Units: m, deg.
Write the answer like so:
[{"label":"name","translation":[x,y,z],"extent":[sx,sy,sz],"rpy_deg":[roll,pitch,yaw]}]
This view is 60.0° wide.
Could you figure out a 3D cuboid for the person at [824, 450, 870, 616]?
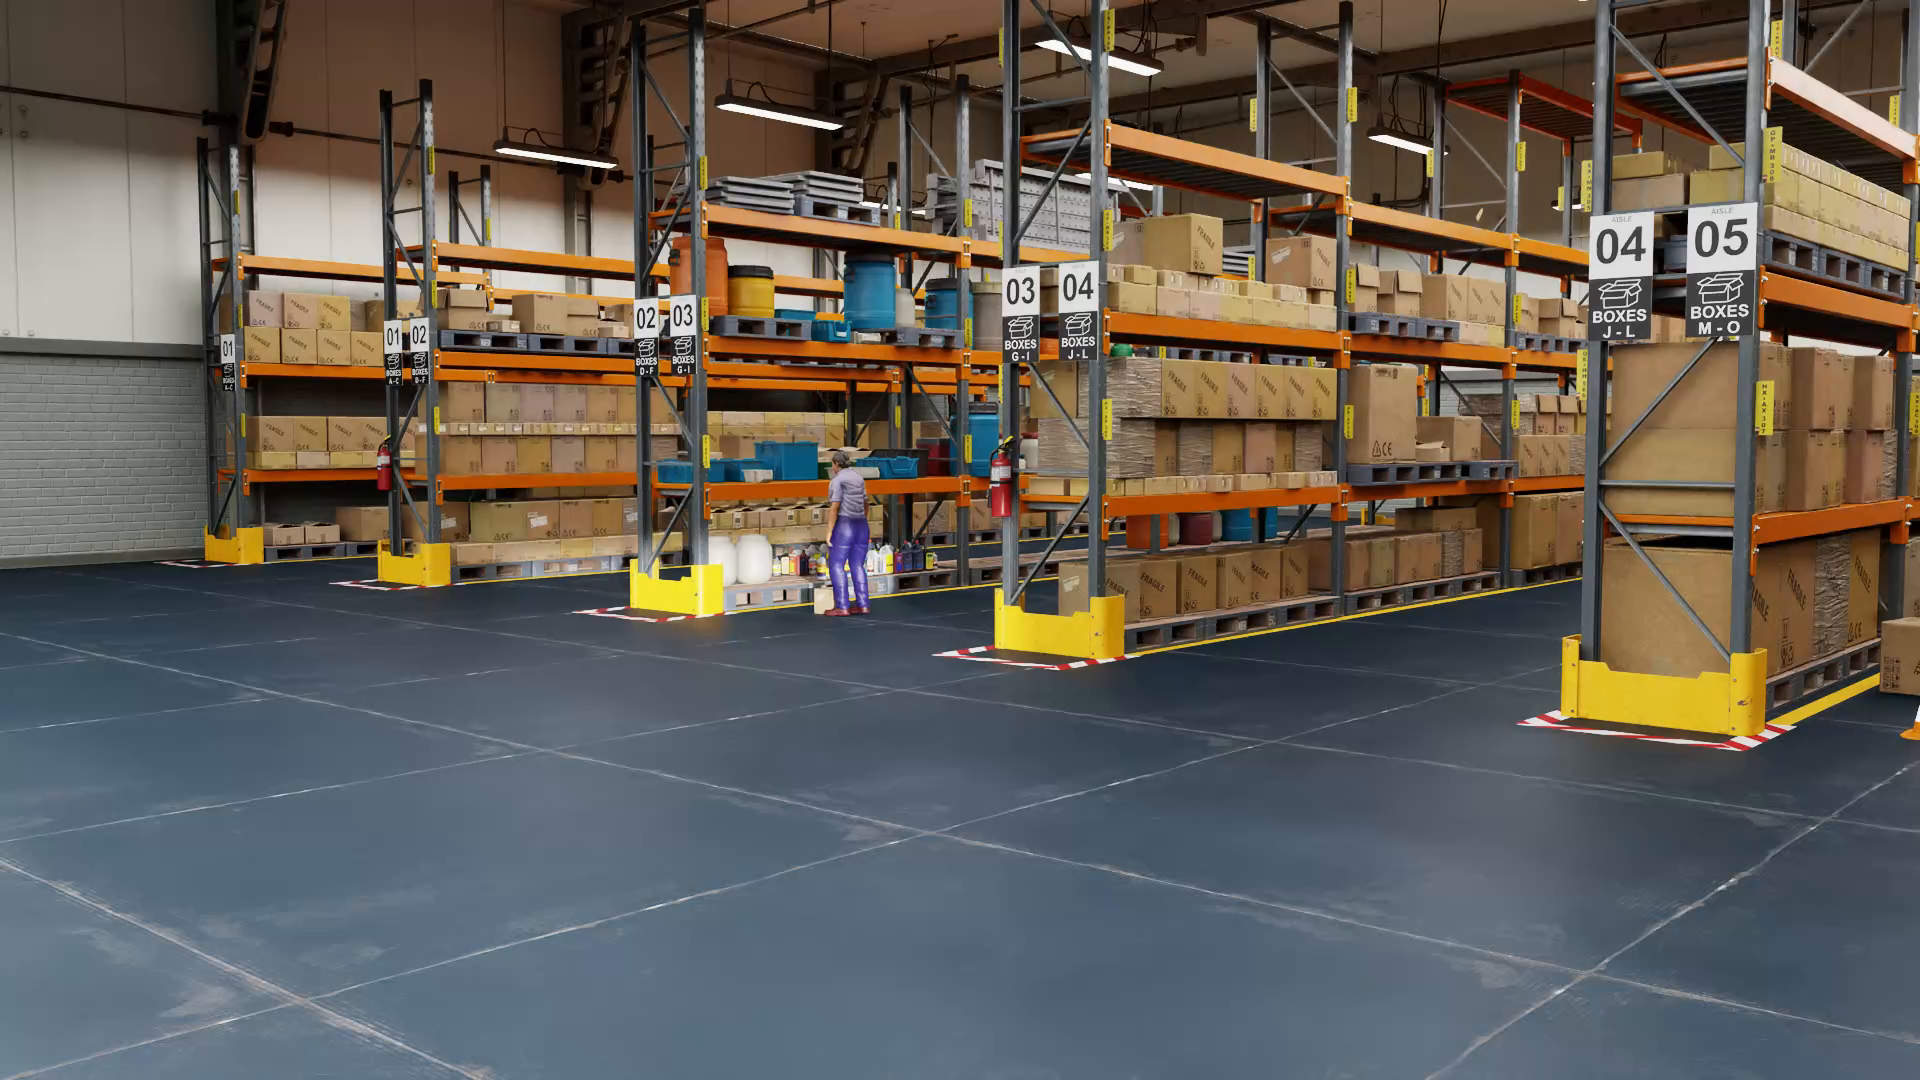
[{"label":"person","translation":[-1.124,-0.073,16.686],"extent":[0.357,1.652,0.543],"rpy_deg":[3,5,41]}]
